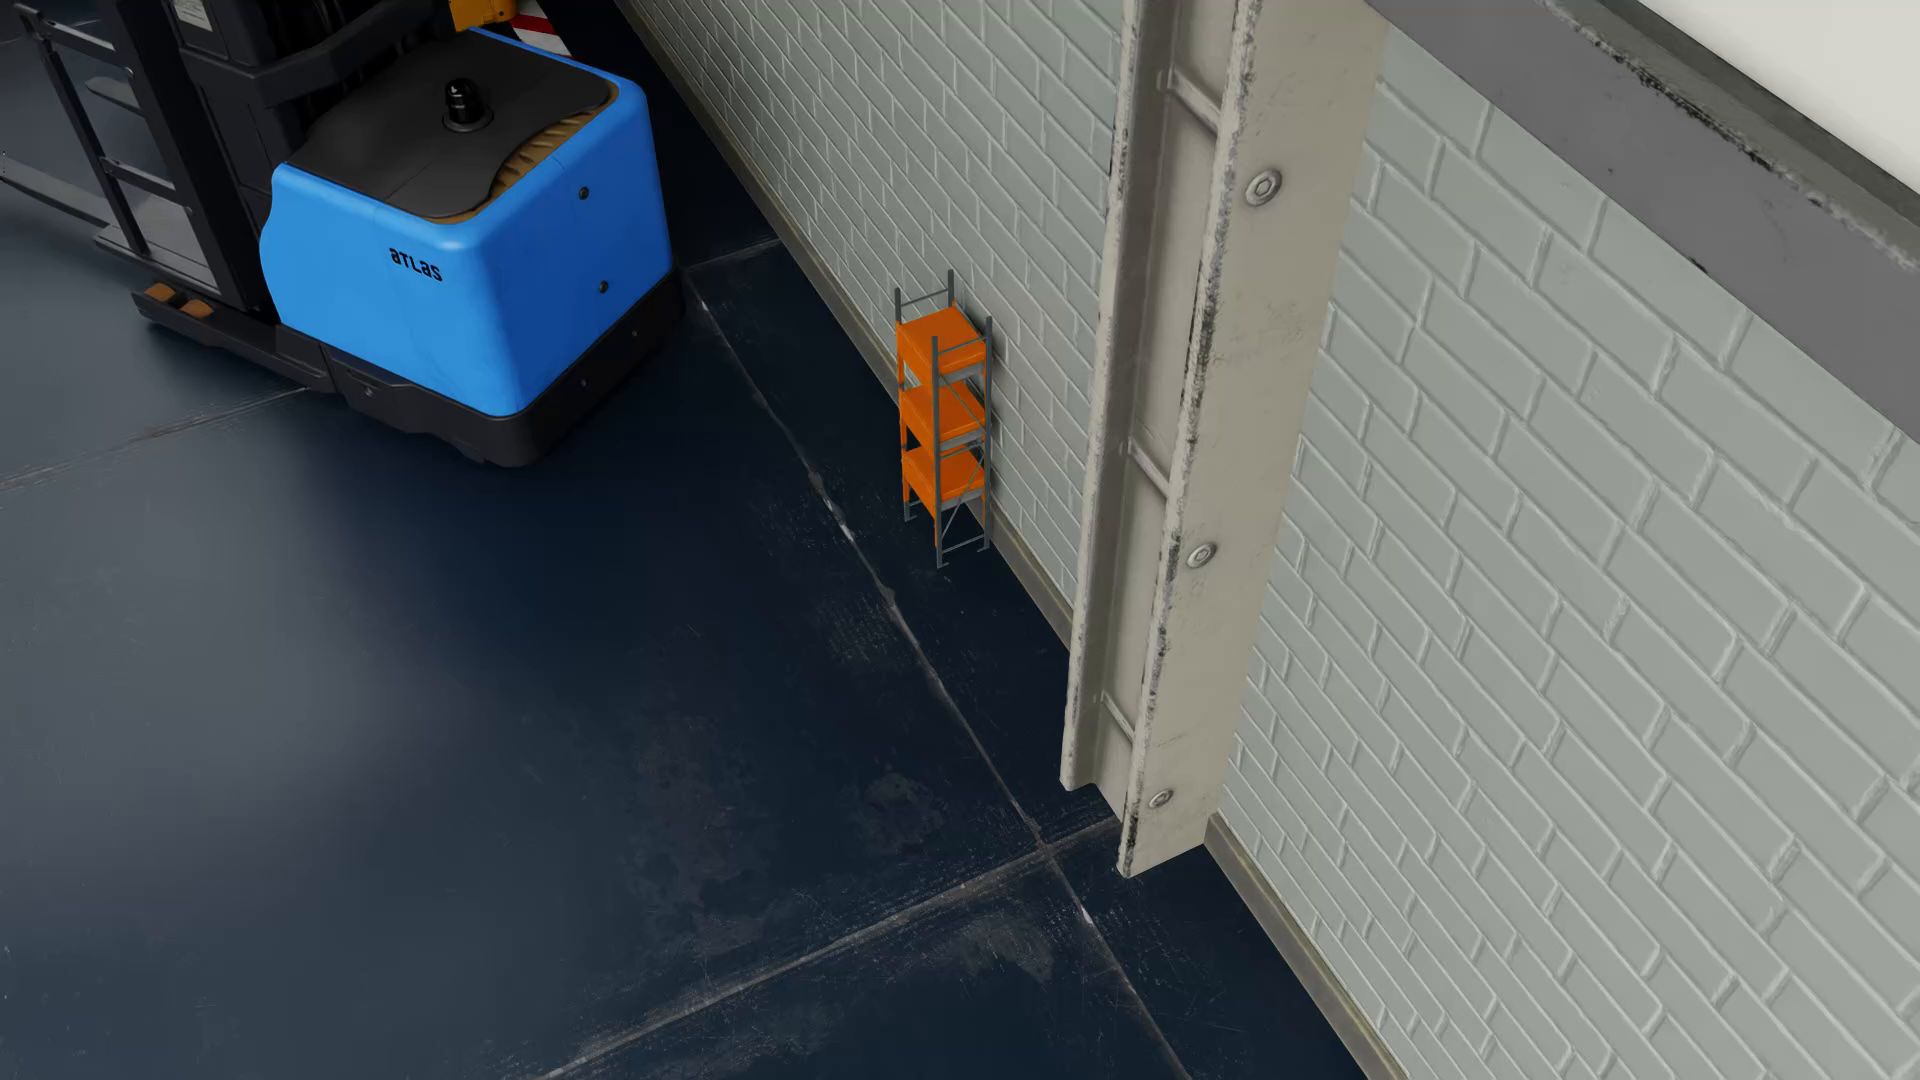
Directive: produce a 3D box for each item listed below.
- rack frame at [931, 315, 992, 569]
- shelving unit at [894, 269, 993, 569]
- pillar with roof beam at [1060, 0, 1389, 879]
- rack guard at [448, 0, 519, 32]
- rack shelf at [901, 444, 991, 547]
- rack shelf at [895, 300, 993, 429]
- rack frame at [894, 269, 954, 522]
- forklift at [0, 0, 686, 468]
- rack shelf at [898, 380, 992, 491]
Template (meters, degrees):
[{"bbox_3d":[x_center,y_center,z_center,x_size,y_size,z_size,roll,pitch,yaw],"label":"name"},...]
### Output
[{"bbox_3d":[0.008,-0.284,5.300,0.200,1.050,0.008,-22,52,-18],"label":"rack frame"},{"bbox_3d":[-0.049,-0.365,5.371,0.215,1.050,0.252,-22,52,-18],"label":"shelving unit"},{"bbox_3d":[-3.297,-0.669,0.357,9.100,9.000,0.400,-21,52,-18],"label":"pillar with roof beam"},{"bbox_3d":[-2.687,-2.577,7.672,1.175,0.500,0.348,-21,52,-18],"label":"rack guard"},{"bbox_3d":[-0.047,-0.176,5.589,0.215,0.259,0.240,-22,52,-18],"label":"rack shelf"},{"bbox_3d":[-0.050,-0.545,5.165,0.215,0.259,0.240,-22,52,-18],"label":"rack shelf"},{"bbox_3d":[-0.106,-0.446,5.442,0.200,1.050,0.008,-22,52,-18],"label":"rack frame"},{"bbox_3d":[-2.599,-2.048,5.594,3.031,2.935,1.130,23,53,19],"label":"forklift"},{"bbox_3d":[-0.049,-0.358,5.379,0.215,0.259,0.240,-22,52,-18],"label":"rack shelf"}]
